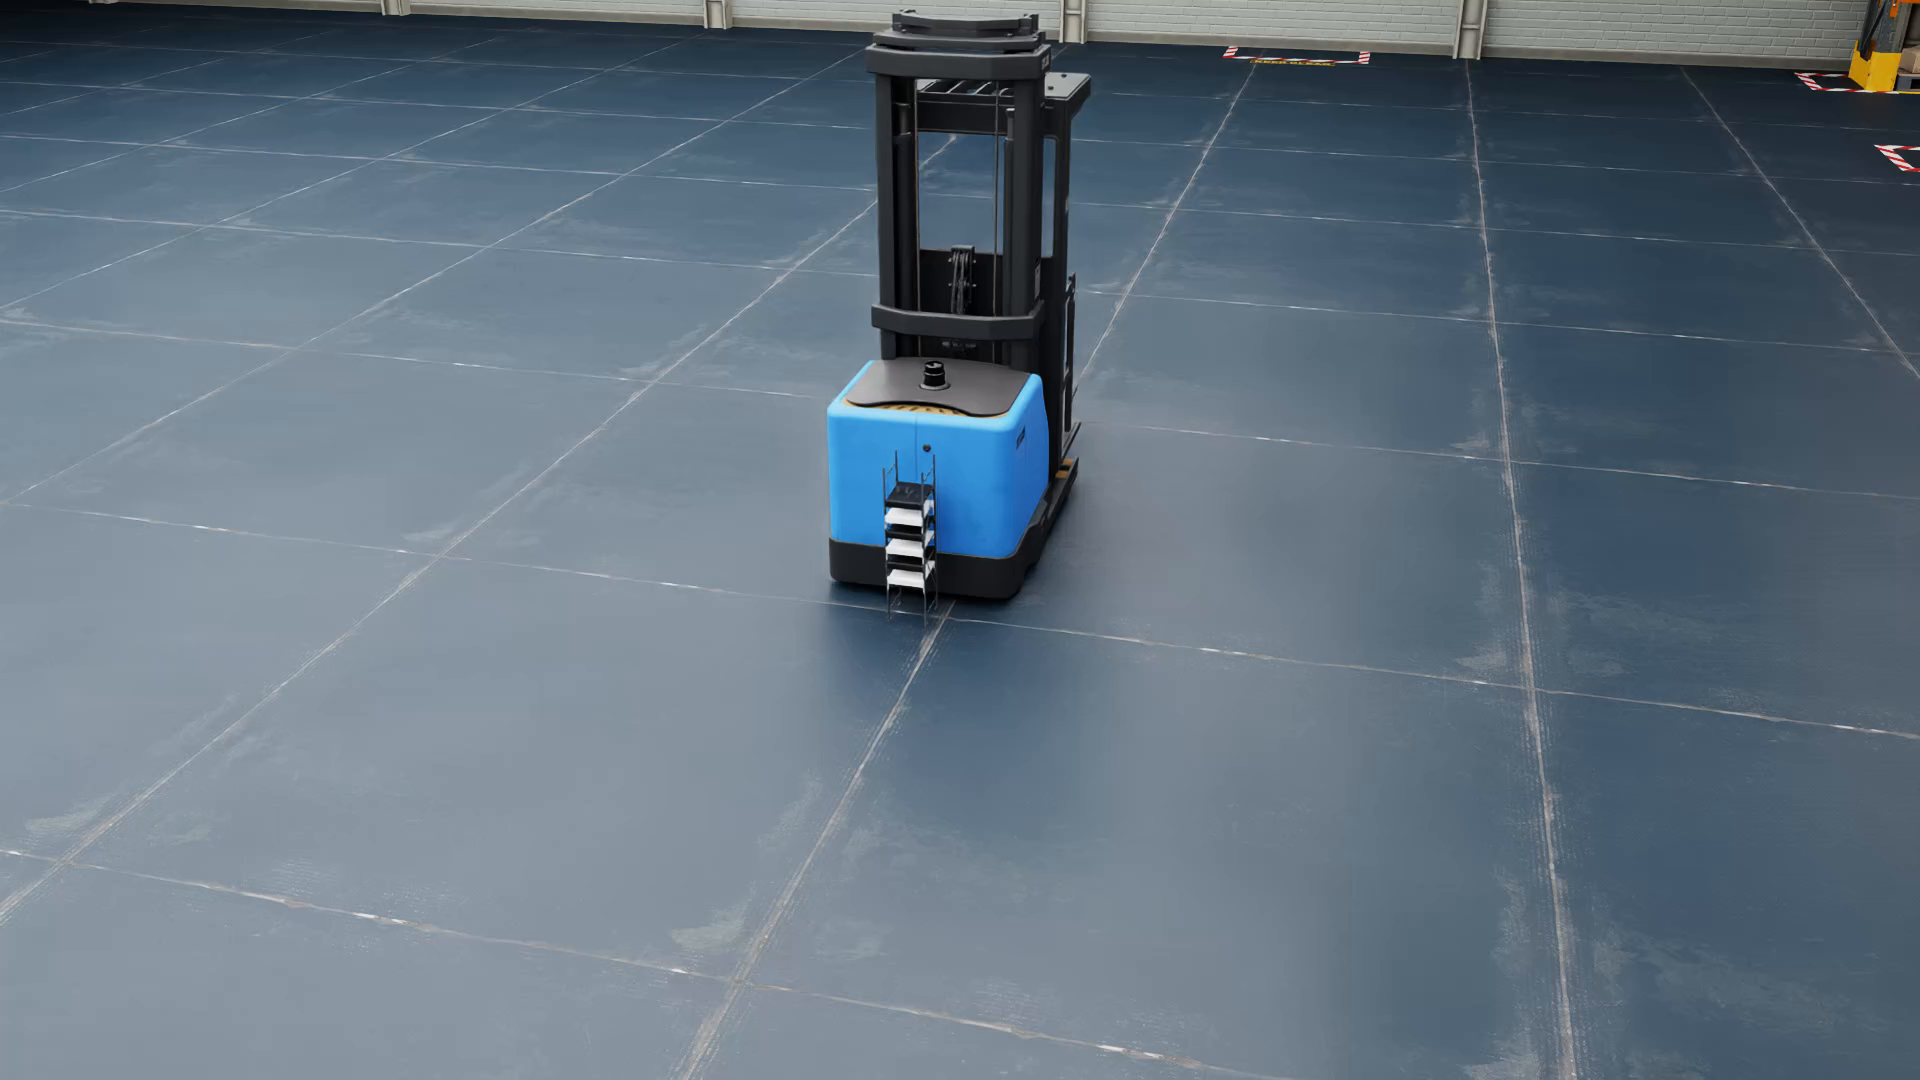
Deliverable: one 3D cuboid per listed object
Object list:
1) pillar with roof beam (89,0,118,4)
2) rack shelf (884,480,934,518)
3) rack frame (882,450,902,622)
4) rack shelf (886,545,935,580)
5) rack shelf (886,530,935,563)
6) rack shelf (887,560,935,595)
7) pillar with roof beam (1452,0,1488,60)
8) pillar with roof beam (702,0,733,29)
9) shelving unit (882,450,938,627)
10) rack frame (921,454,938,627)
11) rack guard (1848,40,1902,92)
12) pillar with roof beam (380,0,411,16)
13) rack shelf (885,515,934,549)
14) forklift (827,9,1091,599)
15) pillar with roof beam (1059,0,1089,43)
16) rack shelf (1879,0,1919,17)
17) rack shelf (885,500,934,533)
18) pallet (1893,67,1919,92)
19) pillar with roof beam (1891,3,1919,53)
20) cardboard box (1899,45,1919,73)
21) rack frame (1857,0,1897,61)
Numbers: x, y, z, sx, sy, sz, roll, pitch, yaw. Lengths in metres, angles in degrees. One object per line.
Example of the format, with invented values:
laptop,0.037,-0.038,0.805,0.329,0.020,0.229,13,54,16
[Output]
pillar with roof beam,-16.710,-12.092,24.680,0.400,9.000,9.100,6,26,13
rack shelf,-0.259,-0.213,8.589,0.200,0.077,0.258,7,29,14
rack frame,-0.354,-0.015,8.722,0.006,0.900,0.240,7,29,14
rack shelf,-0.254,0.105,8.756,0.200,0.077,0.258,7,29,14
rack shelf,-0.255,0.026,8.714,0.200,0.077,0.258,7,29,14
rack shelf,-0.253,0.185,8.798,0.200,0.077,0.258,7,29,14
pillar with roof beam,6.534,-9.523,19.283,0.400,9.000,9.100,6,26,13
pillar with roof beam,-5.088,-10.807,21.982,0.400,9.000,9.100,6,26,13
shelving unit,-0.256,-0.004,8.699,0.210,0.900,0.258,7,29,14
rack frame,-0.158,0.007,8.675,0.006,0.900,0.240,7,29,14
rack guard,12.597,-6.542,22.909,0.348,0.500,1.175,6,26,13
pillar with roof beam,-10.899,-11.450,23.331,0.400,9.000,9.100,6,26,13
rack shelf,-0.256,-0.054,8.672,0.200,0.077,0.258,7,29,14
forklift,0.126,-1.620,9.742,1.130,2.935,3.031,6,26,12
pillar with roof beam,0.723,-10.165,20.633,0.400,9.000,9.100,6,26,13
rack shelf,14.461,-7.140,22.094,4.000,0.370,1.077,6,26,13
rack shelf,-0.258,-0.134,8.630,0.200,0.077,0.258,7,29,14
pallet,13.375,-6.310,22.758,1.213,0.211,1.003,6,26,13
pillar with roof beam,12.345,-8.880,17.934,0.400,9.000,9.100,6,26,13
cardboard box,13.172,-6.552,22.638,0.500,0.311,0.500,3,26,7
rack frame,12.524,-7.679,22.389,0.127,3.000,1.000,6,26,13
